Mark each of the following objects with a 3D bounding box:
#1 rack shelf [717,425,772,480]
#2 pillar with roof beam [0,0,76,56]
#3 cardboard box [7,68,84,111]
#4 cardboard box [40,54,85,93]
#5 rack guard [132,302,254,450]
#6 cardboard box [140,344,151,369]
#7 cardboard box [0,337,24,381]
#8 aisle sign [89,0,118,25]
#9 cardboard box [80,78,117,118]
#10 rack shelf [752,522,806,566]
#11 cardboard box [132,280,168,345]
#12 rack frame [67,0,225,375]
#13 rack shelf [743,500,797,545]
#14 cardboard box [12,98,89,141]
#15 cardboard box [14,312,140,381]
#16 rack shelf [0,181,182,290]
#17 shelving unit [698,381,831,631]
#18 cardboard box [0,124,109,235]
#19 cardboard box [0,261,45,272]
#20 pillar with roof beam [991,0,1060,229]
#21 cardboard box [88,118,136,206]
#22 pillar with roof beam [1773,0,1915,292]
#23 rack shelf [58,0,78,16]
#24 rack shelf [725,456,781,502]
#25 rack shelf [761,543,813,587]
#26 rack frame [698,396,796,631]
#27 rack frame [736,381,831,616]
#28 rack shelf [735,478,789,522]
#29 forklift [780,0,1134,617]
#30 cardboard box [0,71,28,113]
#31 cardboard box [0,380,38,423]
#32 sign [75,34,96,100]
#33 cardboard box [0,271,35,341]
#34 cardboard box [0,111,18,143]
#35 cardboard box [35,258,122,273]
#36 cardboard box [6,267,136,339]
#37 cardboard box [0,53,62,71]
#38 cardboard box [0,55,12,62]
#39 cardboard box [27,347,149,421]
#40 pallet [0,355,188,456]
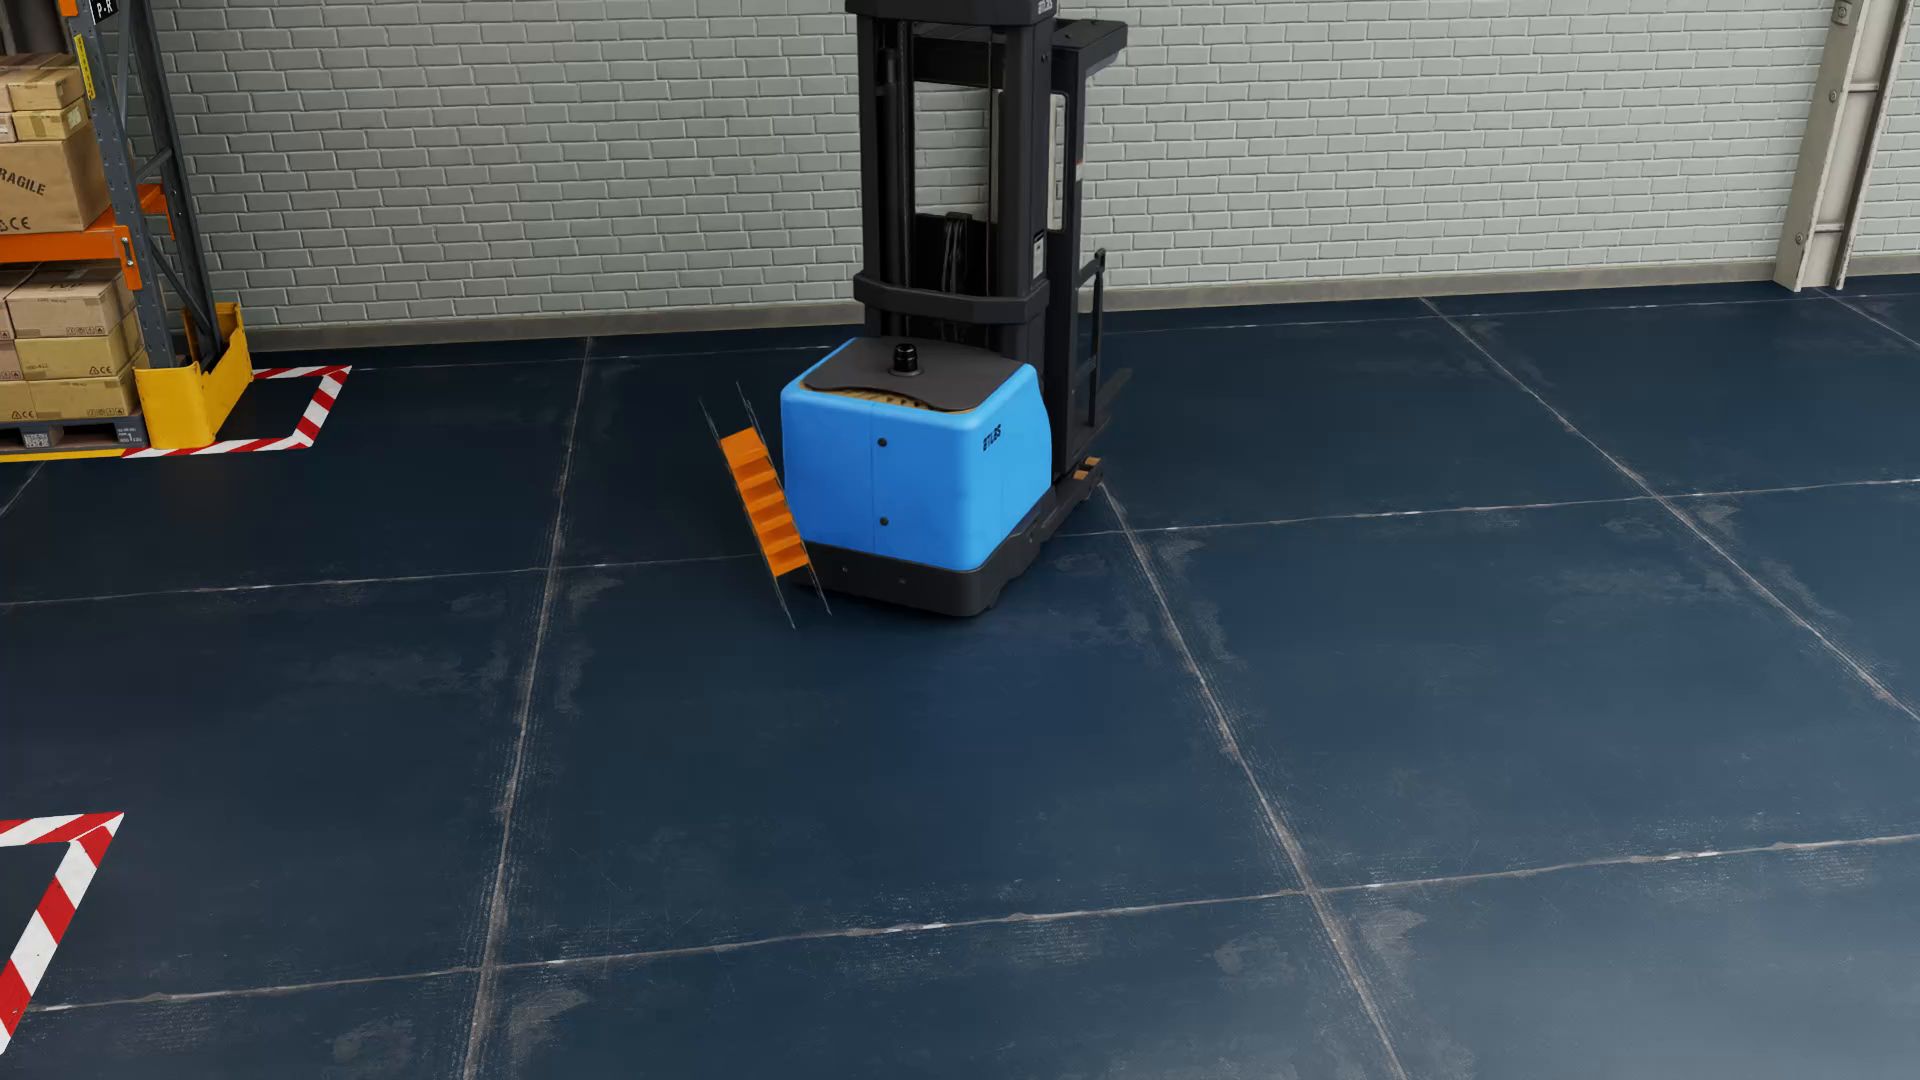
[{"bbox_3d":[-0.979,-0.399,7.542,0.180,0.103,0.258,-24,32,-9],"label":"rack shelf"},{"bbox_3d":[-4.919,-3.220,5.169,0.400,9.000,9.100,-4,27,-7],"label":"pillar with roof beam"},{"bbox_3d":[-5.029,-2.482,9.155,0.250,0.149,0.380,-4,27,-7],"label":"cardboard box"},{"bbox_3d":[-5.066,-2.675,9.531,0.250,0.149,0.380,-4,27,-8],"label":"cardboard box"},{"bbox_3d":[-4.680,-1.024,10.197,0.348,0.500,1.175,-4,27,-7],"label":"rack guard"},{"bbox_3d":[-5.218,-1.155,10.267,0.500,0.250,0.500,-4,27,-7],"label":"cardboard box"},{"bbox_3d":[-5.641,-1.121,9.653,0.500,0.250,0.500,-4,27,-8],"label":"cardboard box"},{"bbox_3d":[-4.598,-3.162,8.780,0.004,0.787,0.394,-4,27,-7],"label":"aisle sign"},{"bbox_3d":[-5.076,-2.563,9.639,0.250,0.149,0.380,-4,27,-8],"label":"cardboard box"},{"bbox_3d":[-0.853,-0.010,7.792,0.180,0.103,0.258,-24,32,-9],"label":"rack shelf"},{"bbox_3d":[-5.199,-1.384,10.166,0.500,0.250,0.500,-3,27,-6],"label":"cardboard box"},{"bbox_3d":[-4.704,-2.134,9.624,0.127,3.000,1.000,-4,27,-7],"label":"rack frame"},{"bbox_3d":[-0.885,-0.107,7.729,0.180,0.103,0.258,-24,32,-9],"label":"rack shelf"},{"bbox_3d":[-5.008,-2.319,9.163,0.250,0.149,0.380,-3,27,-6],"label":"cardboard box"},{"bbox_3d":[-5.142,-1.148,9.706,0.500,0.250,0.500,-4,27,-8],"label":"cardboard box"},{"bbox_3d":[-6.685,-1.687,9.540,4.000,0.370,1.077,-4,27,-7],"label":"rack shelf"},{"bbox_3d":[-0.896,-0.143,7.706,0.189,1.200,0.258,-24,32,-9],"label":"shelving unit"},{"bbox_3d":[-5.155,-2.029,9.308,0.500,0.500,0.500,-4,27,-8],"label":"cardboard box"},{"bbox_3d":[-5.701,-1.564,9.969,0.500,0.250,0.500,-4,27,-7],"label":"cardboard box"},{"bbox_3d":[1.022,-3.602,5.913,0.400,9.000,9.100,-4,27,-7],"label":"pillar with roof beam"},{"bbox_3d":[-5.233,-2.273,9.784,0.500,0.500,0.500,-3,27,-5],"label":"cardboard box"},{"bbox_3d":[6.964,-3.984,6.656,0.400,9.000,9.100,-4,27,-7],"label":"pillar with roof beam"},{"bbox_3d":[-6.685,-3.021,8.855,4.000,0.370,1.077,-4,27,-7],"label":"rack shelf"},{"bbox_3d":[-0.948,-0.302,7.604,0.180,0.103,0.258,-24,32,-9],"label":"rack shelf"},{"bbox_3d":[-0.822,0.088,7.854,0.180,0.103,0.258,-24,32,-9],"label":"rack shelf"},{"bbox_3d":[-0.979,-0.107,7.692,0.006,1.200,0.240,-24,32,-9],"label":"rack frame"},{"bbox_3d":[-0.814,-0.179,7.721,0.006,1.200,0.240,-24,32,-9],"label":"rack frame"},{"bbox_3d":[-0.916,-0.205,7.667,0.180,0.103,0.258,-24,32,-9],"label":"rack shelf"},{"bbox_3d":[0.178,-1.591,8.639,1.130,2.935,3.031,11,29,20],"label":"forklift"},{"bbox_3d":[-5.269,-2.452,9.097,0.250,0.149,0.380,-4,27,-7],"label":"cardboard box"},{"bbox_3d":[-5.619,-0.898,9.766,0.500,0.250,0.500,-4,27,-7],"label":"cardboard box"},{"bbox_3d":[-4.642,-2.509,8.825,0.005,0.325,0.100,-4,27,-7],"label":"sign"},{"bbox_3d":[-5.621,-1.337,9.527,0.500,0.250,0.500,-3,27,-6],"label":"cardboard box"},{"bbox_3d":[-5.257,-2.289,9.105,0.250,0.149,0.380,-3,27,-6],"label":"cardboard box"},{"bbox_3d":[-5.206,-1.598,10.034,0.500,0.250,0.500,-4,27,-8],"label":"cardboard box"},{"bbox_3d":[-5.117,-1.372,9.595,0.500,0.250,0.500,-3,27,-5],"label":"cardboard box"},{"bbox_3d":[-5.338,-2.686,9.554,0.250,0.149,0.380,-3,27,-5],"label":"cardboard box"},{"bbox_3d":[-5.590,-2.650,9.483,0.250,0.149,0.380,-3,27,-6],"label":"cardboard box"},{"bbox_3d":[-5.125,-0.925,9.819,0.500,0.250,0.500,-3,27,-7],"label":"cardboard box"},{"bbox_3d":[-5.455,-0.826,10.128,1.213,0.211,1.003,-4,27,-7],"label":"pallet"}]
